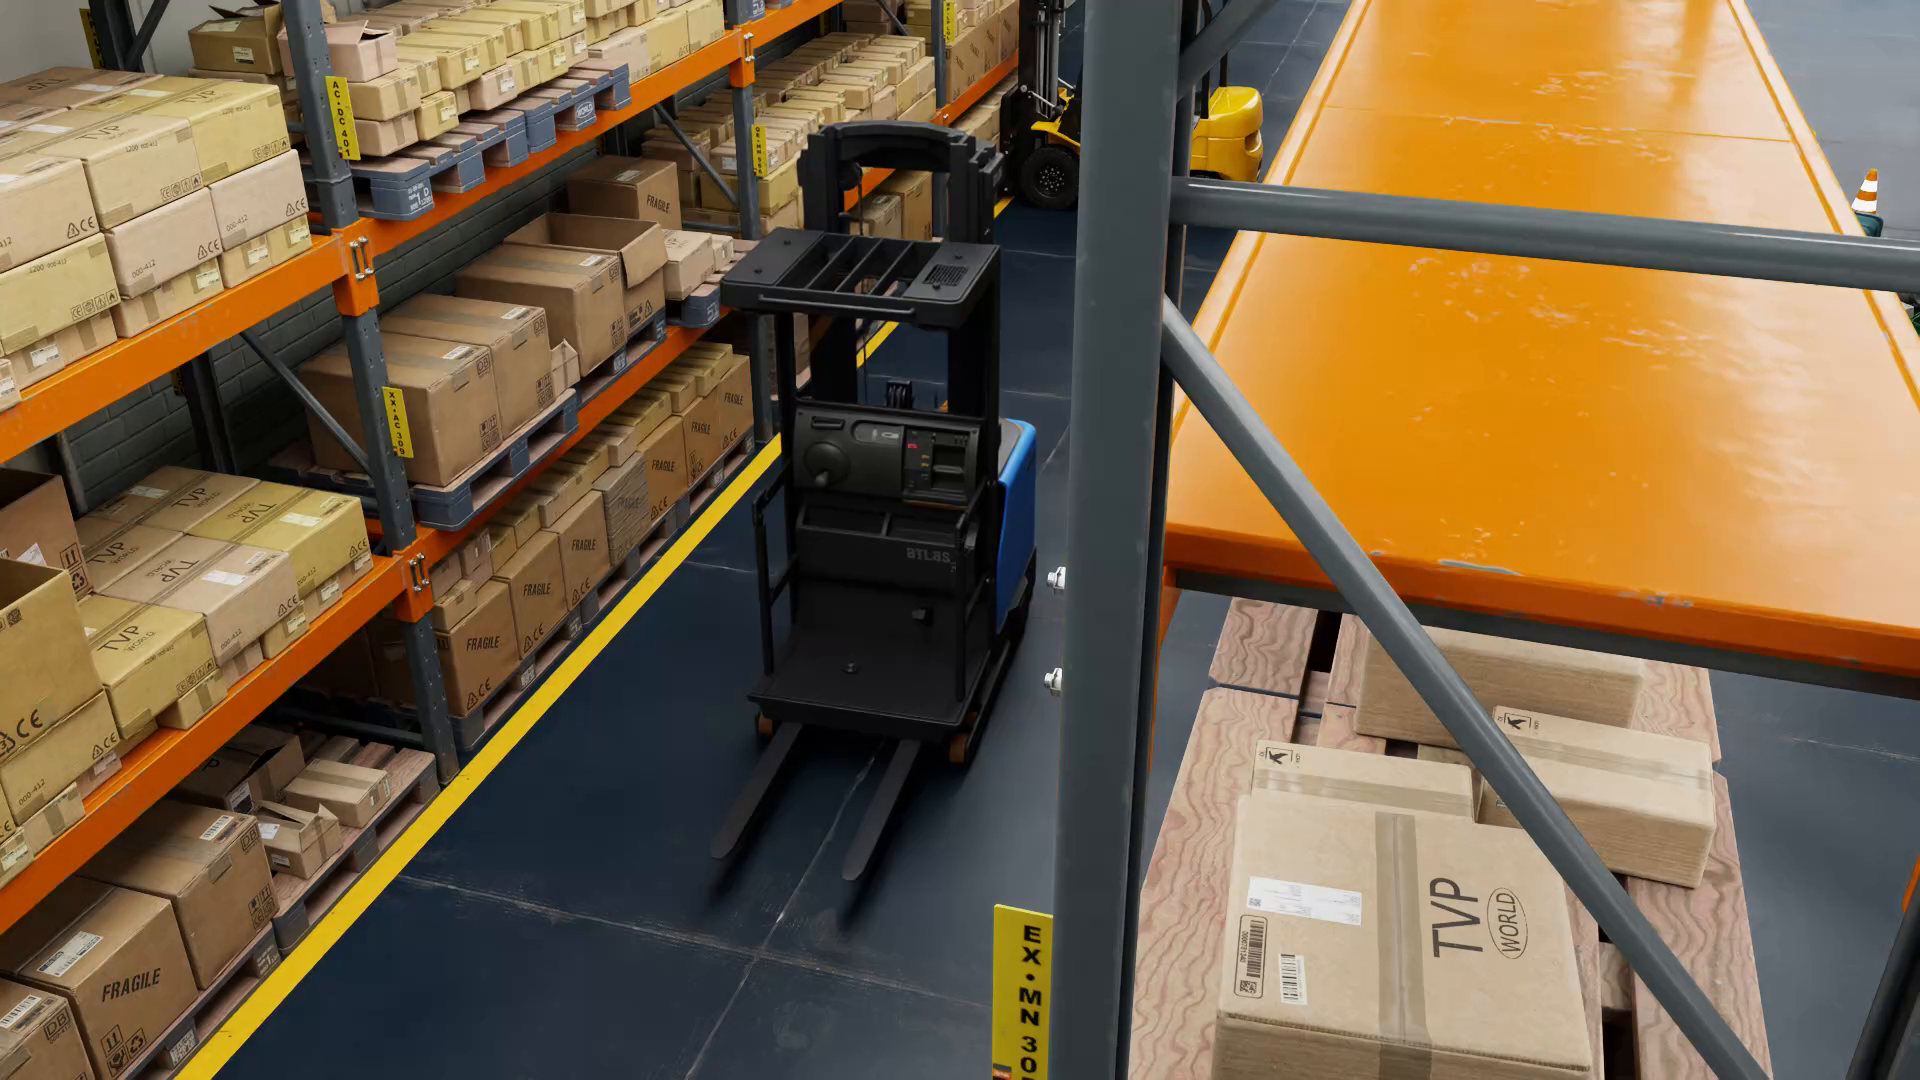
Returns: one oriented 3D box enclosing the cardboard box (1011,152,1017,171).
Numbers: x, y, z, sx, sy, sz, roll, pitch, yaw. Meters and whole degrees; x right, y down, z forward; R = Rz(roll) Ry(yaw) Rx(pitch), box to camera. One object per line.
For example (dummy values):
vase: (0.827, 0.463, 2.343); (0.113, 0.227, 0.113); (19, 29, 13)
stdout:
cardboard box: (0.279, -3.795, 16.417); (0.500, 0.250, 0.500); (9, 30, 16)

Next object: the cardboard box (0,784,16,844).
cardboard box: (-3.456, 0.947, 5.346); (0.500, 0.250, 0.500); (8, 30, 14)

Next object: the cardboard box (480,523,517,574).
cardboard box: (-2.534, 0.031, 8.616); (0.380, 0.149, 0.250); (7, 30, 12)

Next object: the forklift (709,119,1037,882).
forklift: (-0.413, -0.367, 7.930); (1.130, 2.935, 3.031); (7, 30, 12)

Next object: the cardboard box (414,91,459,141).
cardboard box: (-2.389, -1.831, 7.128); (0.380, 0.149, 0.250); (9, 30, 15)

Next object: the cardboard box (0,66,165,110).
cardboard box: (-3.383, -1.609, 6.341); (0.500, 0.250, 0.500); (8, 30, 14)

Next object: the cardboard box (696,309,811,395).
cardboard box: (-1.595, -1.498, 11.902); (0.875, 0.625, 0.625); (9, 30, 16)

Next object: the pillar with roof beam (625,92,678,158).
pillar with roof beam: (1.845, -4.806, 9.667); (9.100, 9.000, 0.400); (8, 30, 15)

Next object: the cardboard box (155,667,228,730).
cardboard box: (-3.078, 0.578, 6.419); (0.380, 0.149, 0.250); (8, 30, 14)

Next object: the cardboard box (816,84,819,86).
cardboard box: (-1.330, -3.407, 12.965); (0.500, 0.250, 0.500); (8, 30, 14)

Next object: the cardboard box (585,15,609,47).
cardboard box: (-2.068, -2.690, 8.694); (0.380, 0.149, 0.250); (9, 30, 16)

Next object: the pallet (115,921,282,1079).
pallet: (-3.524, 1.901, 6.650); (1.003, 0.211, 1.213); (8, 30, 15)

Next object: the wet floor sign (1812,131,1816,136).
wet floor sign: (8.180, -3.683, 16.242); (0.267, 0.644, 0.232); (3, 29, 6)

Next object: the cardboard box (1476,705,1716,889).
cardboard box: (1.146, 0.459, 3.012); (0.380, 0.149, 0.250); (10, 30, 17)

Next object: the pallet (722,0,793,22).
pallet: (-1.678, -3.620, 10.816); (1.213, 0.211, 1.003); (10, 31, 17)

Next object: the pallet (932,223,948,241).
pallet: (-0.344, -3.068, 15.583); (1.003, 0.211, 1.213); (8, 30, 15)

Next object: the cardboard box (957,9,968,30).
cardboard box: (-0.148, -4.606, 14.710); (0.380, 0.149, 0.250); (8, 30, 15)

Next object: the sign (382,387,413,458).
sign: (-2.445, -0.509, 7.225); (0.100, 0.325, 0.005); (8, 30, 15)

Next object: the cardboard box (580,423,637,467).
cardboard box: (-2.110, -0.561, 9.680); (0.380, 0.149, 0.250); (7, 30, 12)

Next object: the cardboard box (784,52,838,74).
cardboard box: (-1.184, -3.762, 13.193); (0.380, 0.149, 0.250); (8, 30, 14)

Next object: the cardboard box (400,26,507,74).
cardboard box: (-2.283, -2.209, 7.502); (0.380, 0.149, 0.250); (8, 30, 14)

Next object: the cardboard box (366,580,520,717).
cardboard box: (-2.609, 0.511, 8.420); (0.500, 0.500, 0.500); (10, 31, 17)

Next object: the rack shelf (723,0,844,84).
rack shelf: (-1.204, -3.990, 12.026); (1.077, 0.370, 4.000); (8, 30, 15)

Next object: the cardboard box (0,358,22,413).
cardboard box: (-3.212, -0.477, 5.230); (0.380, 0.149, 0.250); (9, 30, 16)

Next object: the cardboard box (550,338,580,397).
cardboard box: (-2.191, -0.921, 8.561); (0.396, 0.266, 0.258); (10, 31, 17)

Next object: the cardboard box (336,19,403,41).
cardboard box: (-2.785, -2.279, 7.629); (0.380, 0.149, 0.250); (9, 30, 16)

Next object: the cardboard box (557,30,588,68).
cardboard box: (-2.071, -2.433, 8.212); (0.380, 0.149, 0.250); (9, 30, 16)

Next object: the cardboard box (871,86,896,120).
cardboard box: (-0.817, -3.334, 12.833); (0.500, 0.250, 0.500); (9, 30, 16)

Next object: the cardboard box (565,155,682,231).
cardboard box: (-2.092, -2.074, 10.393); (0.500, 0.500, 0.500); (10, 31, 17)

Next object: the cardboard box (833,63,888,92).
cardboard box: (-0.773, -3.577, 12.859); (0.380, 0.149, 0.250); (8, 30, 14)

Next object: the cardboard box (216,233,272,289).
cardboard box: (-2.864, -1.083, 6.320); (0.380, 0.149, 0.250); (8, 30, 15)

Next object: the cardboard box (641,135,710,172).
cardboard box: (-1.890, -2.571, 11.051); (0.380, 0.149, 0.250); (9, 30, 16)

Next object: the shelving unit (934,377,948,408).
shelving unit: (-0.016, -0.434, 9.985); (0.215, 1.050, 0.252); (8, 30, 15)

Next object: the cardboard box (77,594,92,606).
cardboard box: (-3.663, 0.396, 6.337); (0.500, 0.250, 0.500); (9, 30, 16)

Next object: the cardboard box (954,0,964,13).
cardboard box: (-0.184, -4.740, 14.644); (0.380, 0.149, 0.250); (8, 30, 14)

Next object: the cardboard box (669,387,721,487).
cardboard box: (-1.867, -0.697, 10.592); (0.500, 0.500, 0.500); (8, 30, 14)

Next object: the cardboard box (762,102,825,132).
cardboard box: (-1.179, -2.989, 11.802); (0.380, 0.149, 0.250); (9, 30, 15)

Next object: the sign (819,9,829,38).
sign: (-1.148, -4.414, 14.163); (0.100, 0.325, 0.005); (8, 30, 15)

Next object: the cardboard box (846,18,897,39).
cardboard box: (-0.769, -4.436, 14.404); (0.380, 0.149, 0.250); (8, 30, 15)

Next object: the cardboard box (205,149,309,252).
cardboard box: (-2.868, -1.320, 6.336); (0.500, 0.250, 0.500); (9, 30, 15)

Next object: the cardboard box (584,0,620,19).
cardboard box: (-1.990, -2.808, 8.601); (0.380, 0.149, 0.250); (9, 30, 15)

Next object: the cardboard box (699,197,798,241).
cardboard box: (-1.428, -2.170, 11.254); (0.500, 0.250, 0.500); (9, 30, 15)

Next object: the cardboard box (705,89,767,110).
cardboard box: (-1.635, -3.183, 12.151); (0.380, 0.149, 0.250); (8, 30, 14)

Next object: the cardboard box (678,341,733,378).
cardboard box: (-1.694, -1.173, 10.780); (0.380, 0.149, 0.250); (7, 30, 12)

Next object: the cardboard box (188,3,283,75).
cardboard box: (-2.941, -2.096, 6.874); (0.396, 0.266, 0.258); (8, 30, 14)

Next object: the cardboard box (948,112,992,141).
cardboard box: (-0.016, -3.758, 15.323); (0.500, 0.250, 0.500); (9, 30, 15)

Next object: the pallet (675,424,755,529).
pallet: (-2.047, -0.504, 10.974); (1.003, 0.211, 1.213); (8, 30, 15)

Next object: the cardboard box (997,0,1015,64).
cardboard box: (0.215, -4.846, 15.808); (0.500, 0.500, 0.500); (9, 30, 15)

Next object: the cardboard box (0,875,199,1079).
cardboard box: (-3.331, 1.669, 6.339); (0.500, 0.500, 0.500); (9, 30, 16)

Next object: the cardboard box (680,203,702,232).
cardboard box: (-1.904, -2.244, 11.387); (0.500, 0.250, 0.500); (8, 30, 14)

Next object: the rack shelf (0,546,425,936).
rack shelf: (-3.553, 1.039, 6.072); (1.077, 0.370, 4.000); (8, 30, 15)
